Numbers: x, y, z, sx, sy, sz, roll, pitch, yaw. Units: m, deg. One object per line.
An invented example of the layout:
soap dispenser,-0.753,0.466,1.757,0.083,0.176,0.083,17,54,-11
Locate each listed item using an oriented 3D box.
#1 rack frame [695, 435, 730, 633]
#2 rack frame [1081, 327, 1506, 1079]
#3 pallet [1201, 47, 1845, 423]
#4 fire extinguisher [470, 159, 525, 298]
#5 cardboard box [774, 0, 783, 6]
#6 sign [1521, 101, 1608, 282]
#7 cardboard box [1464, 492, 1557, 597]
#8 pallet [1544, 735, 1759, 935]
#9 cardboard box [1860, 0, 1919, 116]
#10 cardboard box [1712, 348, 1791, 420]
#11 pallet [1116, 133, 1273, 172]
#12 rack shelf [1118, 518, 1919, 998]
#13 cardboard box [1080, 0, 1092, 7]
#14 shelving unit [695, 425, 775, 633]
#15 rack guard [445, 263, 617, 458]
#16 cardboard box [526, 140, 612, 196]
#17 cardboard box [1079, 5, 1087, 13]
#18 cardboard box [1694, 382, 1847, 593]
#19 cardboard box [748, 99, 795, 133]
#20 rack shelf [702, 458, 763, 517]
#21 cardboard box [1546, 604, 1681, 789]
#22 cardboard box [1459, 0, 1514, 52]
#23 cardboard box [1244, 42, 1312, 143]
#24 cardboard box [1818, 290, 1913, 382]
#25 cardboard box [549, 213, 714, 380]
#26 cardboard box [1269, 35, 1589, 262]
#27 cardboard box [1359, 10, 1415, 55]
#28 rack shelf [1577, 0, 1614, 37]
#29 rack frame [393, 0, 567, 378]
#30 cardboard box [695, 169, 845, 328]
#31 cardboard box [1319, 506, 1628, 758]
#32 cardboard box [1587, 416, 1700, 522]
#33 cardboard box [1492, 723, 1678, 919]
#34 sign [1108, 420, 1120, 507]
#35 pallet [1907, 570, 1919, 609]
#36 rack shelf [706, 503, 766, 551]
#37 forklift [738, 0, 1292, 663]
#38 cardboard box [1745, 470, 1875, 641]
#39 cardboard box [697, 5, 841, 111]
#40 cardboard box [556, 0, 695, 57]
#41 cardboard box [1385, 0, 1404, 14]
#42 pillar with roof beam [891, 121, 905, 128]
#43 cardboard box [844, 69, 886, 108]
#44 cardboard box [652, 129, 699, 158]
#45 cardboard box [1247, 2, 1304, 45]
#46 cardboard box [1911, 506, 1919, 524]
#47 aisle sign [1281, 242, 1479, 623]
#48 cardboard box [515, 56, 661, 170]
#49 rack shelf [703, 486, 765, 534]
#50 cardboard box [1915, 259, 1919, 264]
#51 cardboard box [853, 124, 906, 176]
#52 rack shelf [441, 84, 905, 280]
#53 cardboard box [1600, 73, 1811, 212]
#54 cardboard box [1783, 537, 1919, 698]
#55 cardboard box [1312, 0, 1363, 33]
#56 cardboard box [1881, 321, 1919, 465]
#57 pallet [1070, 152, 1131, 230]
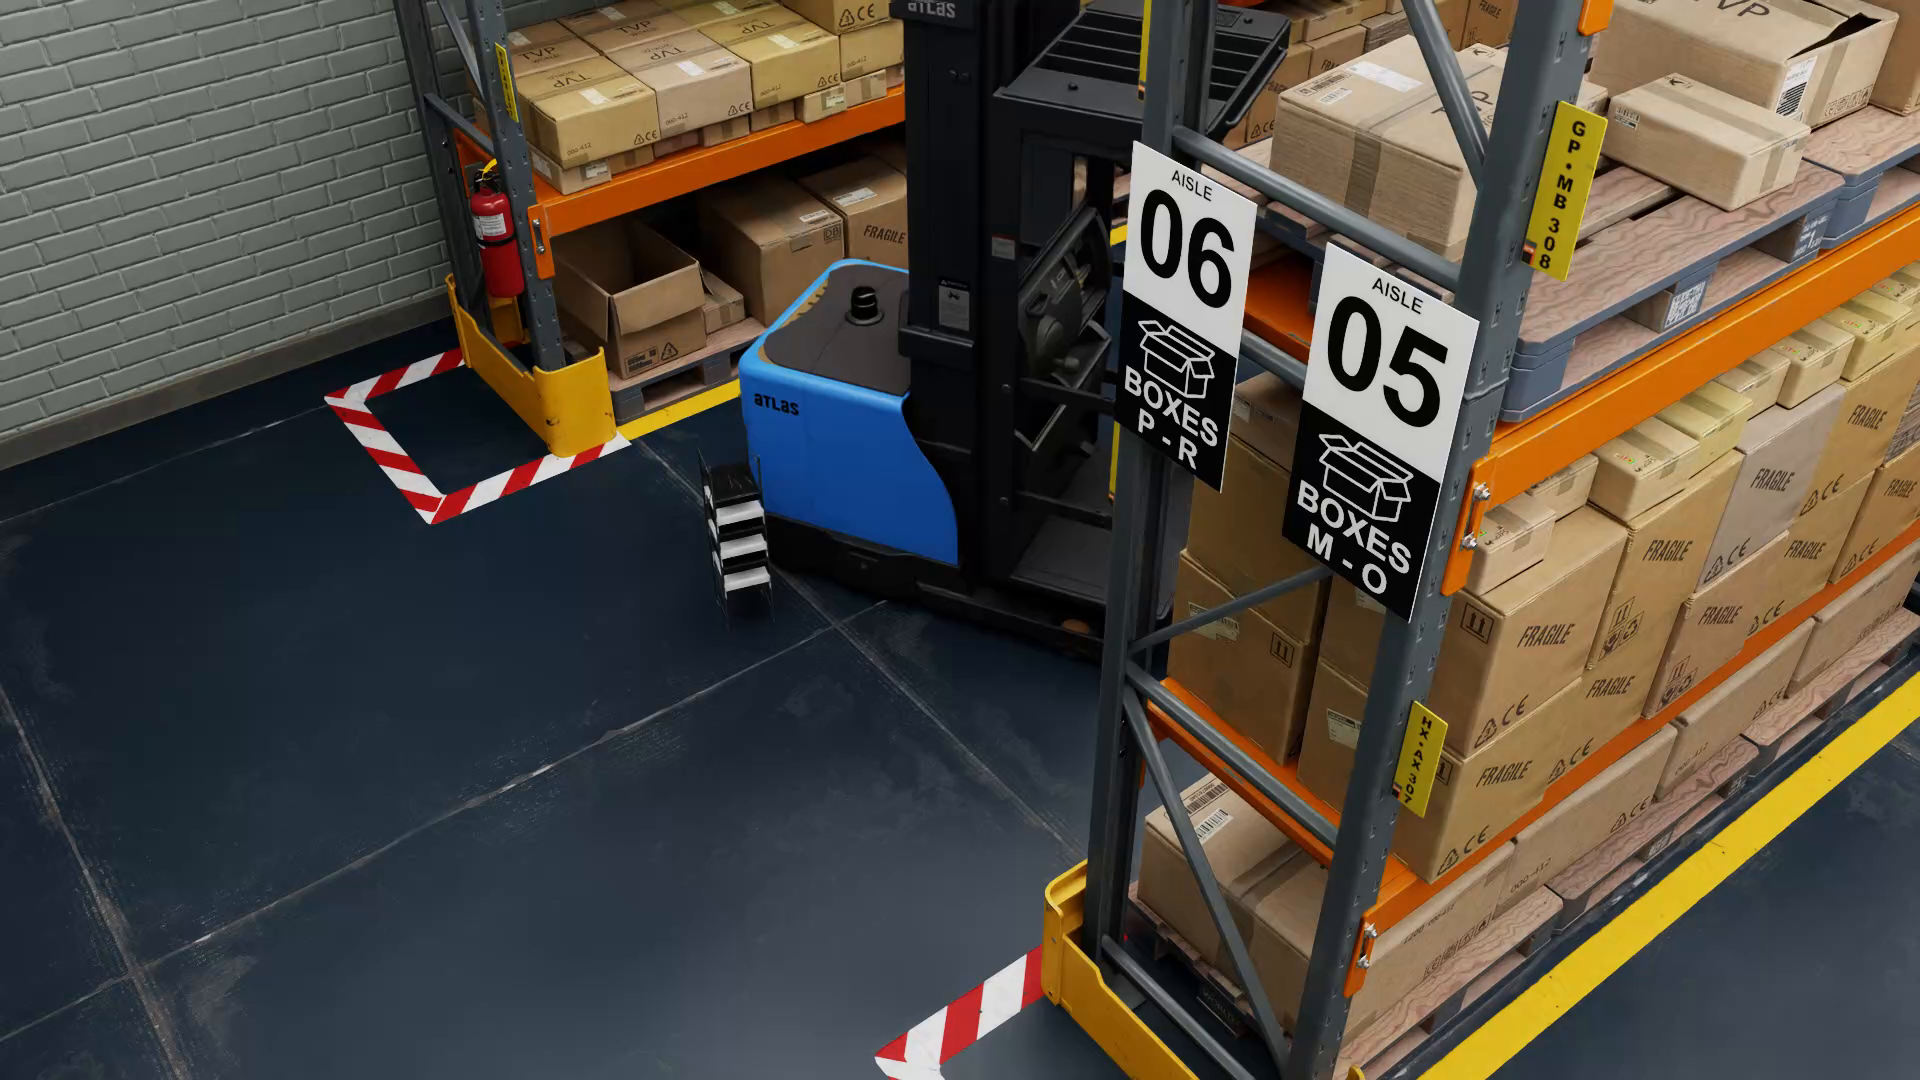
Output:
rack frame,-1.048,-0.014,7.058,0.006,0.900,0.240,-13,41,-16
rack frame,0.768,0.614,4.637,0.127,3.000,1.000,-26,46,-28
pallet,1.350,-0.804,4.070,1.213,0.211,1.003,-26,46,-28
fire extinguisher,-2.094,-1.418,7.468,0.183,0.674,0.296,-26,46,-28
cardboard box,-0.836,-2.839,8.730,0.500,0.250,0.500,-26,46,-28
sign,1.102,-0.633,3.040,0.005,0.325,0.100,-26,46,-28
cardboard box,1.218,-0.060,4.080,0.250,0.149,0.380,-25,46,-27
pallet,2.321,0.874,6.518,1.213,0.211,1.003,-26,46,-28
cardboard box,2.458,-1.490,4.347,0.500,0.500,0.500,-25,46,-27
cardboard box,2.033,-0.479,4.590,0.250,0.149,0.380,-26,46,-28
pallet,1.534,-2.682,10.853,1.213,0.211,1.003,-26,46,-28
rack shelf,2.354,0.119,5.807,4.000,0.370,1.077,-26,46,-28
cardboard box,0.657,-3.165,9.126,0.500,0.250,0.500,-25,45,-27
shelving unit,-0.952,-0.037,7.085,0.210,0.900,0.258,-13,41,-16
rack guard,-2.199,-0.944,8.507,0.348,0.500,1.175,-26,46,-28
cardboard box,-1.831,-1.773,7.744,0.250,0.149,0.380,-26,46,-28
cardboard box,0.620,-2.968,9.201,0.250,0.149,0.380,-25,45,-27
cardboard box,2.131,-0.260,4.835,0.500,0.500,0.500,-26,46,-28
cardboard box,-1.026,-2.186,8.248,0.250,0.149,0.380,-25,46,-27
rack shelf,-0.952,-0.220,6.935,0.200,0.077,0.258,-13,41,-16
cardboard box,1.708,0.324,4.911,0.500,0.500,0.500,-27,46,-29
cardboard box,3.476,-3.709,11.546,0.500,0.500,0.500,-27,46,-29
cardboard box,1.849,-2.908,10.569,0.500,0.500,0.500,-27,46,-29
cardboard box,2.474,-0.639,4.785,0.250,0.149,0.380,-27,47,-29
cardboard box,-1.717,-1.267,8.567,0.637,0.503,0.797,-28,47,-30
cardboard box,1.070,-0.908,3.836,0.500,0.250,0.500,-30,48,-32
cardboard box,2.663,-3.296,11.042,0.500,0.500,0.500,-28,47,-30
rack shelf,2.354,-2.046,4.032,4.000,0.370,1.077,-26,46,-28
rack frame,-2.259,-1.881,7.678,0.127,3.000,1.000,-26,46,-28
cardboard box,-1.015,-1.577,8.947,0.500,0.500,0.700,-24,45,-26
cardboard box,1.322,0.146,4.340,0.500,0.500,0.500,-27,46,-29
cardboard box,1.659,-0.240,4.299,0.250,0.149,0.380,-25,45,-27
cardboard box,1.951,0.778,6.125,0.875,0.438,0.875,-25,45,-27
sign,0.449,-0.204,4.534,0.005,0.325,0.100,-26,46,-28
pallet,4.506,-0.190,7.816,1.213,0.211,1.003,-26,46,-28
rack shelf,-0.952,-0.081,7.049,0.200,0.077,0.258,-13,41,-16
forklift,0.609,-0.964,6.614,3.031,2.935,1.130,16,42,18
cardboard box,2.509,-0.065,5.386,0.500,0.500,0.500,-24,45,-27
cardboard box,-0.936,-2.371,8.158,0.500,0.250,0.500,-27,46,-29
cardboard box,-1.647,-2.448,8.253,0.500,0.250,0.500,-26,46,-28
cardboard box,2.778,-3.603,10.905,0.250,0.149,0.380,-28,47,-30
pillar with roof beam,2.434,-3.766,5.245,0.400,9.000,9.100,-26,46,-28
cardboard box,-0.583,-2.358,8.457,0.250,0.149,0.380,-25,45,-27
cardboard box,-1.471,-2.014,8.038,0.250,0.149,0.380,-27,46,-29
cardboard box,1.937,-3.242,10.466,0.250,0.149,0.380,-27,46,-29
cardboard box,3.323,-0.462,5.869,0.500,0.500,0.500,-27,47,-29
aisle sign,0.888,-0.218,3.601,0.004,0.787,0.394,-26,46,-28
cardboard box,-1.735,-1.978,7.680,0.500,0.250,0.500,-26,46,-28
rack shelf,-0.952,-0.150,6.992,0.200,0.077,0.258,-13,41,-16
cardboard box,2.838,-0.867,5.063,0.250,0.149,0.380,-27,46,-29
cardboard box,-0.192,-1.978,9.436,0.500,0.500,0.700,-28,47,-30
rack shelf,-0.673,-2.376,8.849,4.000,0.370,1.077,-26,46,-28
cardboard box,1.771,-0.955,3.972,0.250,0.149,0.380,-24,45,-27
cardboard box,3.377,0.085,6.971,0.875,0.438,0.875,-27,46,-29
cardboard box,2.356,-3.415,10.676,0.250,0.149,0.380,-24,45,-27
cardboard box,2.929,-0.643,5.301,0.500,0.500,0.500,-25,46,-28
pallet,0.367,-2.084,10.124,1.213,0.211,1.003,-26,46,-28
